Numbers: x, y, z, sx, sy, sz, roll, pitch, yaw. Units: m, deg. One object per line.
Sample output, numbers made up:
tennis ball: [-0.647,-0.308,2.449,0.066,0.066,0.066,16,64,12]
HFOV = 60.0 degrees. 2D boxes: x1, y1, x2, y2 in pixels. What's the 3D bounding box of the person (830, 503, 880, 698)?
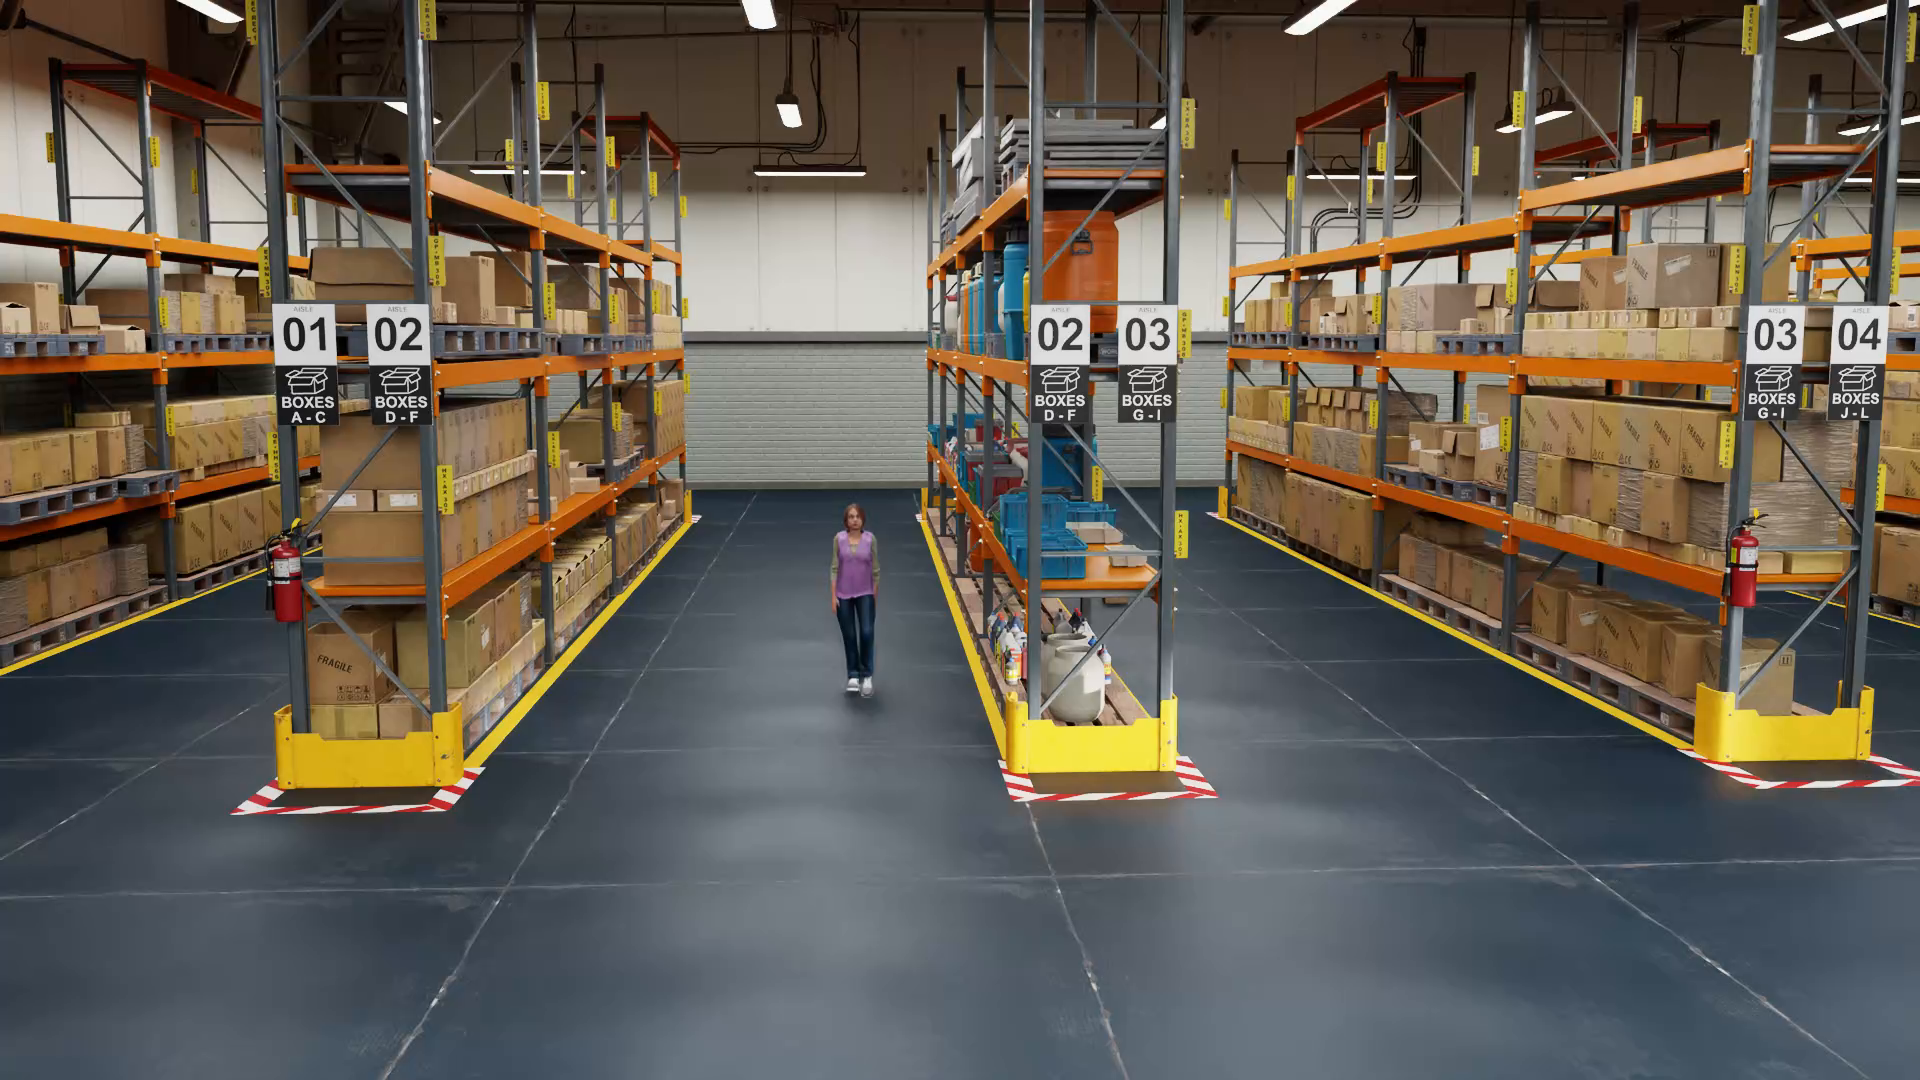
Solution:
person: [-0.878,0.504,13.874,0.405,1.619,0.461,0,7,3]
